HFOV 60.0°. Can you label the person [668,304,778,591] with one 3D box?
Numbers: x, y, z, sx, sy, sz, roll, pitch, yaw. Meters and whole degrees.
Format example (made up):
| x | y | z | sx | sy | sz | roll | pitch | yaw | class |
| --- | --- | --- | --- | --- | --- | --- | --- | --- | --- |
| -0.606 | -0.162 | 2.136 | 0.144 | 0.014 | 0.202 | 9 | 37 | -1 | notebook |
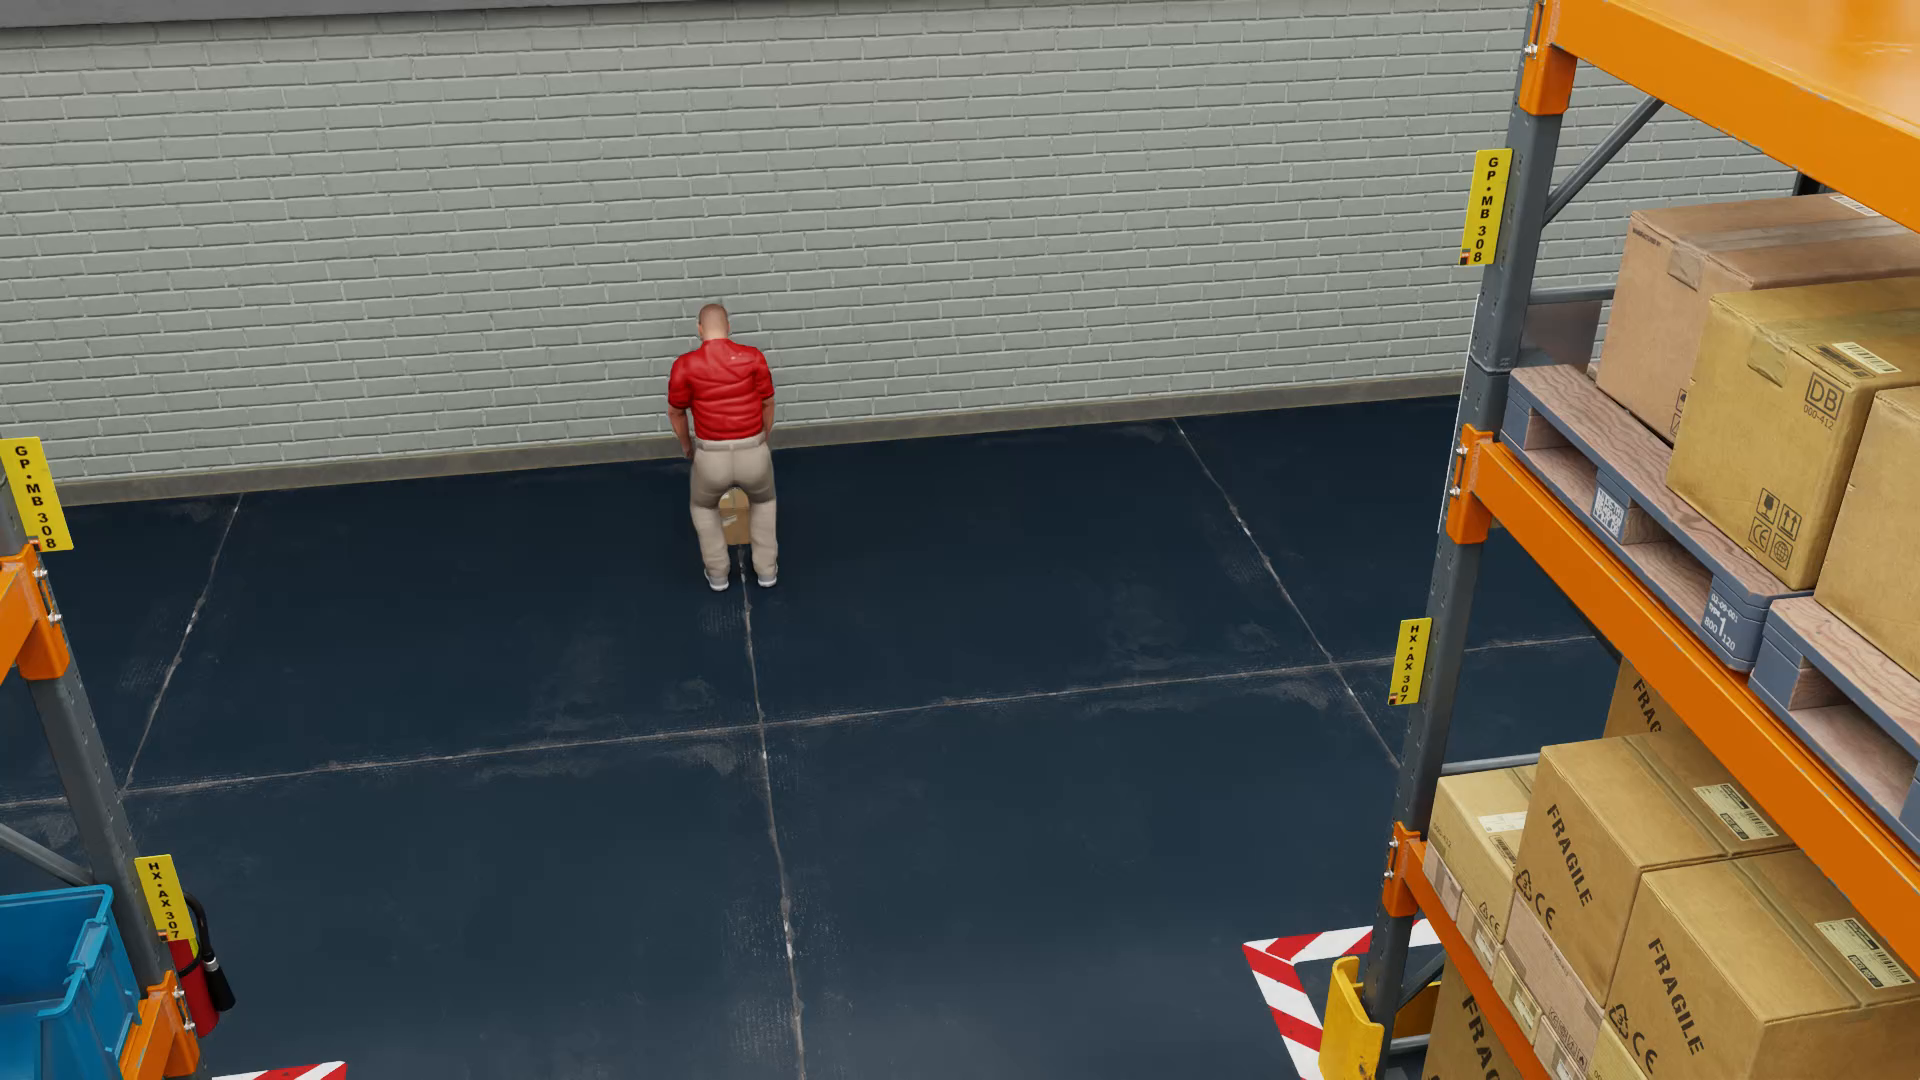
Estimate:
| x | y | z | sx | sy | sz | roll | pitch | yaw | class |
| --- | --- | --- | --- | --- | --- | --- | --- | --- | --- |
| -1.283 | -0.476 | 9.096 | 0.575 | 1.607 | 0.526 | -5 | 31 | -8 | person |
